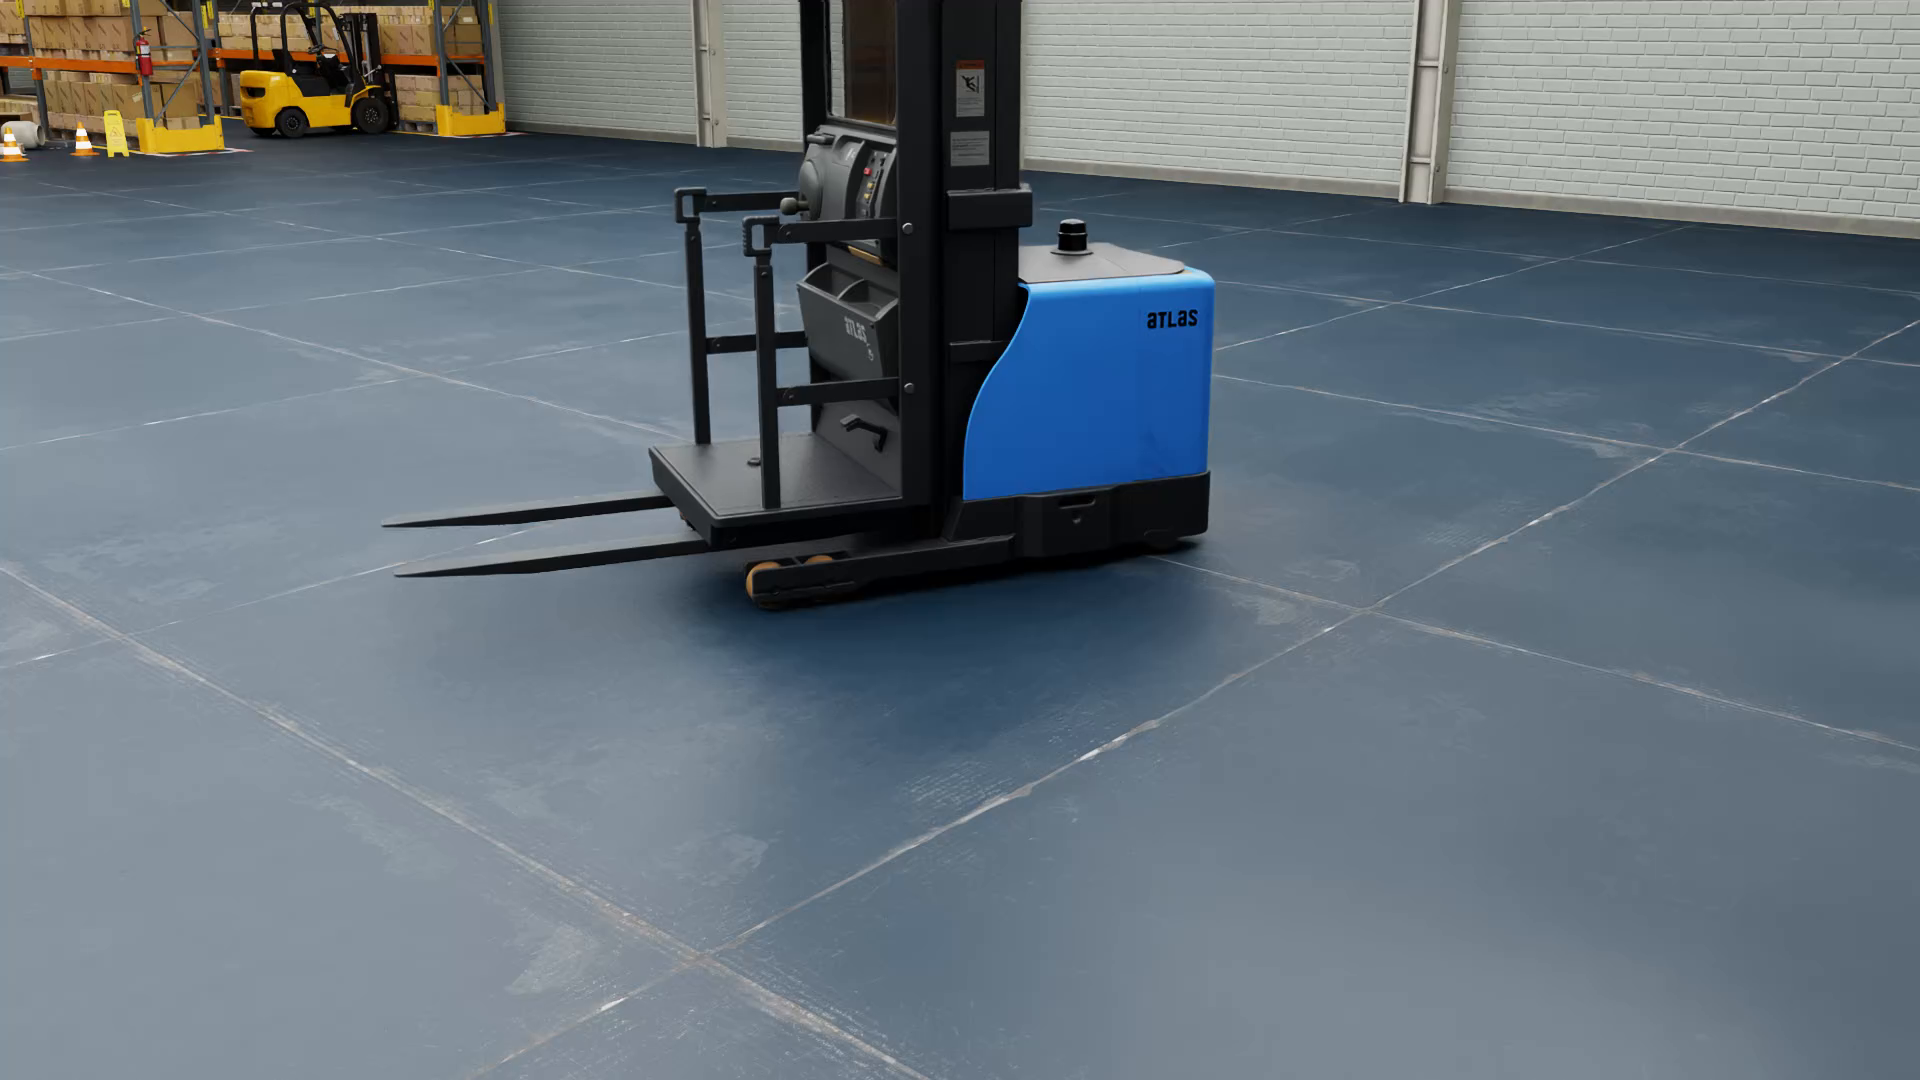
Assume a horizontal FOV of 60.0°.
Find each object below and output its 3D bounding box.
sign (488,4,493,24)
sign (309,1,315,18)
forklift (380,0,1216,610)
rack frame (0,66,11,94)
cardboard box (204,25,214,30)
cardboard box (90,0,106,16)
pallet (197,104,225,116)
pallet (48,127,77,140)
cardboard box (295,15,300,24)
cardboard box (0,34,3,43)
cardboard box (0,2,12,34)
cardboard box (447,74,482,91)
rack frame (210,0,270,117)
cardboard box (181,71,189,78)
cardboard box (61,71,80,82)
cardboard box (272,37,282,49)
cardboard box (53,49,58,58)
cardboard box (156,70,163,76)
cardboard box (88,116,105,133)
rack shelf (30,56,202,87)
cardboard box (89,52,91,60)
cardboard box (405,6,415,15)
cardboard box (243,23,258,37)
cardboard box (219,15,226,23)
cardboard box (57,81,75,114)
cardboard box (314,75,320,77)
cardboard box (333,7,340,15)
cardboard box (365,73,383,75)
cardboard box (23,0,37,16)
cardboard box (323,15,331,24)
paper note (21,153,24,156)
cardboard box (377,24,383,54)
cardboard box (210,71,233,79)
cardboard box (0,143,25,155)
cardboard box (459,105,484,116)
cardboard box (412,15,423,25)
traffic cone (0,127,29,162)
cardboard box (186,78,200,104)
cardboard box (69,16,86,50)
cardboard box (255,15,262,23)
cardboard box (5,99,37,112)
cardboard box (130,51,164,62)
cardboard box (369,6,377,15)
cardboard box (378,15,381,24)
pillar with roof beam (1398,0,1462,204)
[{"bbox_3d":[-8.061,-9.019,28.510,0.005,0.325,0.100,15,23,39],"label":"sign"},{"bbox_3d":[-11.778,-9.637,30.236,0.005,0.325,0.100,15,23,39],"label":"sign"},{"bbox_3d":[-0.595,-1.333,5.967,3.031,2.935,1.130,-7,19,-21],"label":"forklift"},{"bbox_3d":[-17.709,-8.927,29.781,0.127,3.000,1.000,15,23,39],"label":"rack frame"},{"bbox_3d":[-15.421,-10.318,33.718,0.500,0.250,0.500,14,22,37],"label":"cardboard box"},{"bbox_3d":[-12.626,-8.143,25.002,0.500,0.500,0.700,15,23,40],"label":"cardboard box"},{"bbox_3d":[-14.950,-8.880,34.244,1.213,0.211,1.003,15,23,39],"label":"pallet"},{"bbox_3d":[-14.192,-6.668,27.273,1.213,0.211,1.003,15,23,39],"label":"pallet"},{"bbox_3d":[-12.181,-9.732,31.079,0.250,0.149,0.380,15,23,39],"label":"cardboard box"},{"bbox_3d":[-15.880,-8.396,27.830,0.250,0.149,0.380,15,23,40],"label":"cardboard box"},{"bbox_3d":[-15.587,-8.654,27.569,0.500,0.500,0.500,15,23,40],"label":"cardboard box"},{"bbox_3d":[-8.667,-7.950,28.901,0.500,0.250,0.500,15,23,38],"label":"cardboard box"},{"bbox_3d":[-14.417,-10.051,33.322,0.127,3.000,1.000,15,23,39],"label":"rack frame"},{"bbox_3d":[-15.928,-9.683,34.530,0.250,0.149,0.380,14,22,37],"label":"cardboard box"},{"bbox_3d":[-14.016,-7.359,26.380,0.250,0.149,0.380,16,24,41],"label":"cardboard box"},{"bbox_3d":[-12.707,-9.424,31.597,0.500,0.250,0.500,15,23,40],"label":"cardboard box"},{"bbox_3d":[-14.252,-7.783,26.592,0.250,0.149,0.380,15,23,39],"label":"cardboard box"},{"bbox_3d":[-16.859,-9.952,35.379,0.250,0.149,0.380,14,22,36],"label":"cardboard box"},{"bbox_3d":[-13.286,-6.521,26.053,0.500,0.250,0.500,14,22,37],"label":"cardboard box"},{"bbox_3d":[-13.221,-7.379,26.094,4.000,0.370,1.077,15,23,39],"label":"rack shelf"},{"bbox_3d":[-13.278,-7.539,25.823,0.250,0.149,0.380,15,23,39],"label":"cardboard box"},{"bbox_3d":[-9.260,-9.056,28.459,0.250,0.149,0.380,16,23,40],"label":"cardboard box"},{"bbox_3d":[-13.494,-9.863,32.153,0.500,0.250,0.500,14,23,38],"label":"cardboard box"},{"bbox_3d":[-14.374,-10.277,32.798,0.250,0.149,0.380,16,24,41],"label":"cardboard box"},{"bbox_3d":[-14.047,-7.086,26.594,0.500,0.500,0.500,16,24,41],"label":"cardboard box"},{"bbox_3d":[-12.398,-8.576,31.906,0.625,0.625,0.875,15,23,39],"label":"cardboard box"},{"bbox_3d":[-11.117,-9.587,30.132,0.250,0.149,0.380,15,23,40],"label":"cardboard box"},{"bbox_3d":[-10.516,-8.243,29.826,0.500,0.250,0.500,16,24,41],"label":"cardboard box"},{"bbox_3d":[-14.532,-8.652,26.607,0.500,0.500,0.700,15,23,39],"label":"cardboard box"},{"bbox_3d":[-11.362,-9.481,30.289,0.250,0.149,0.380,15,23,38],"label":"cardboard box"},{"bbox_3d":[-13.754,-5.645,24.348,0.142,0.019,0.148,7,19,21],"label":"paper note"},{"bbox_3d":[-10.125,-8.839,29.339,0.500,0.500,0.500,15,23,40],"label":"cardboard box"},{"bbox_3d":[-14.955,-9.410,33.671,0.250,0.149,0.380,14,22,37],"label":"cardboard box"},{"bbox_3d":[-14.046,-5.768,24.540,0.380,0.149,0.250,-6,18,-18],"label":"cardboard box"},{"bbox_3d":[-8.671,-7.477,29.064,0.500,0.250,0.500,15,23,39],"label":"cardboard box"},{"bbox_3d":[-9.090,-8.852,28.308,0.250,0.149,0.380,16,23,40],"label":"cardboard box"},{"bbox_3d":[-13.386,-5.587,23.450,0.334,0.463,0.336,15,23,39],"label":"traffic cone"},{"bbox_3d":[-15.637,-9.303,34.405,0.500,0.500,0.500,16,24,42],"label":"cardboard box"},{"bbox_3d":[-13.424,-7.866,25.780,0.500,0.500,0.500,15,23,40],"label":"cardboard box"},{"bbox_3d":[-13.402,-10.020,31.989,0.250,0.149,0.380,16,23,40],"label":"cardboard box"},{"bbox_3d":[-15.651,-7.320,28.367,0.950,0.372,0.625,-17,24,-42],"label":"cardboard box"},{"bbox_3d":[-12.147,-7.228,24.842,0.250,0.149,0.380,16,24,41],"label":"cardboard box"},{"bbox_3d":[-10.170,-9.328,29.317,0.250,0.149,0.380,15,23,39],"label":"cardboard box"},{"bbox_3d":[-9.982,-9.130,29.184,0.250,0.149,0.380,15,23,39],"label":"cardboard box"},{"bbox_3d":[2.249,-7.059,13.980,0.400,9.000,9.100,15,23,39],"label":"pillar with roof beam"}]
